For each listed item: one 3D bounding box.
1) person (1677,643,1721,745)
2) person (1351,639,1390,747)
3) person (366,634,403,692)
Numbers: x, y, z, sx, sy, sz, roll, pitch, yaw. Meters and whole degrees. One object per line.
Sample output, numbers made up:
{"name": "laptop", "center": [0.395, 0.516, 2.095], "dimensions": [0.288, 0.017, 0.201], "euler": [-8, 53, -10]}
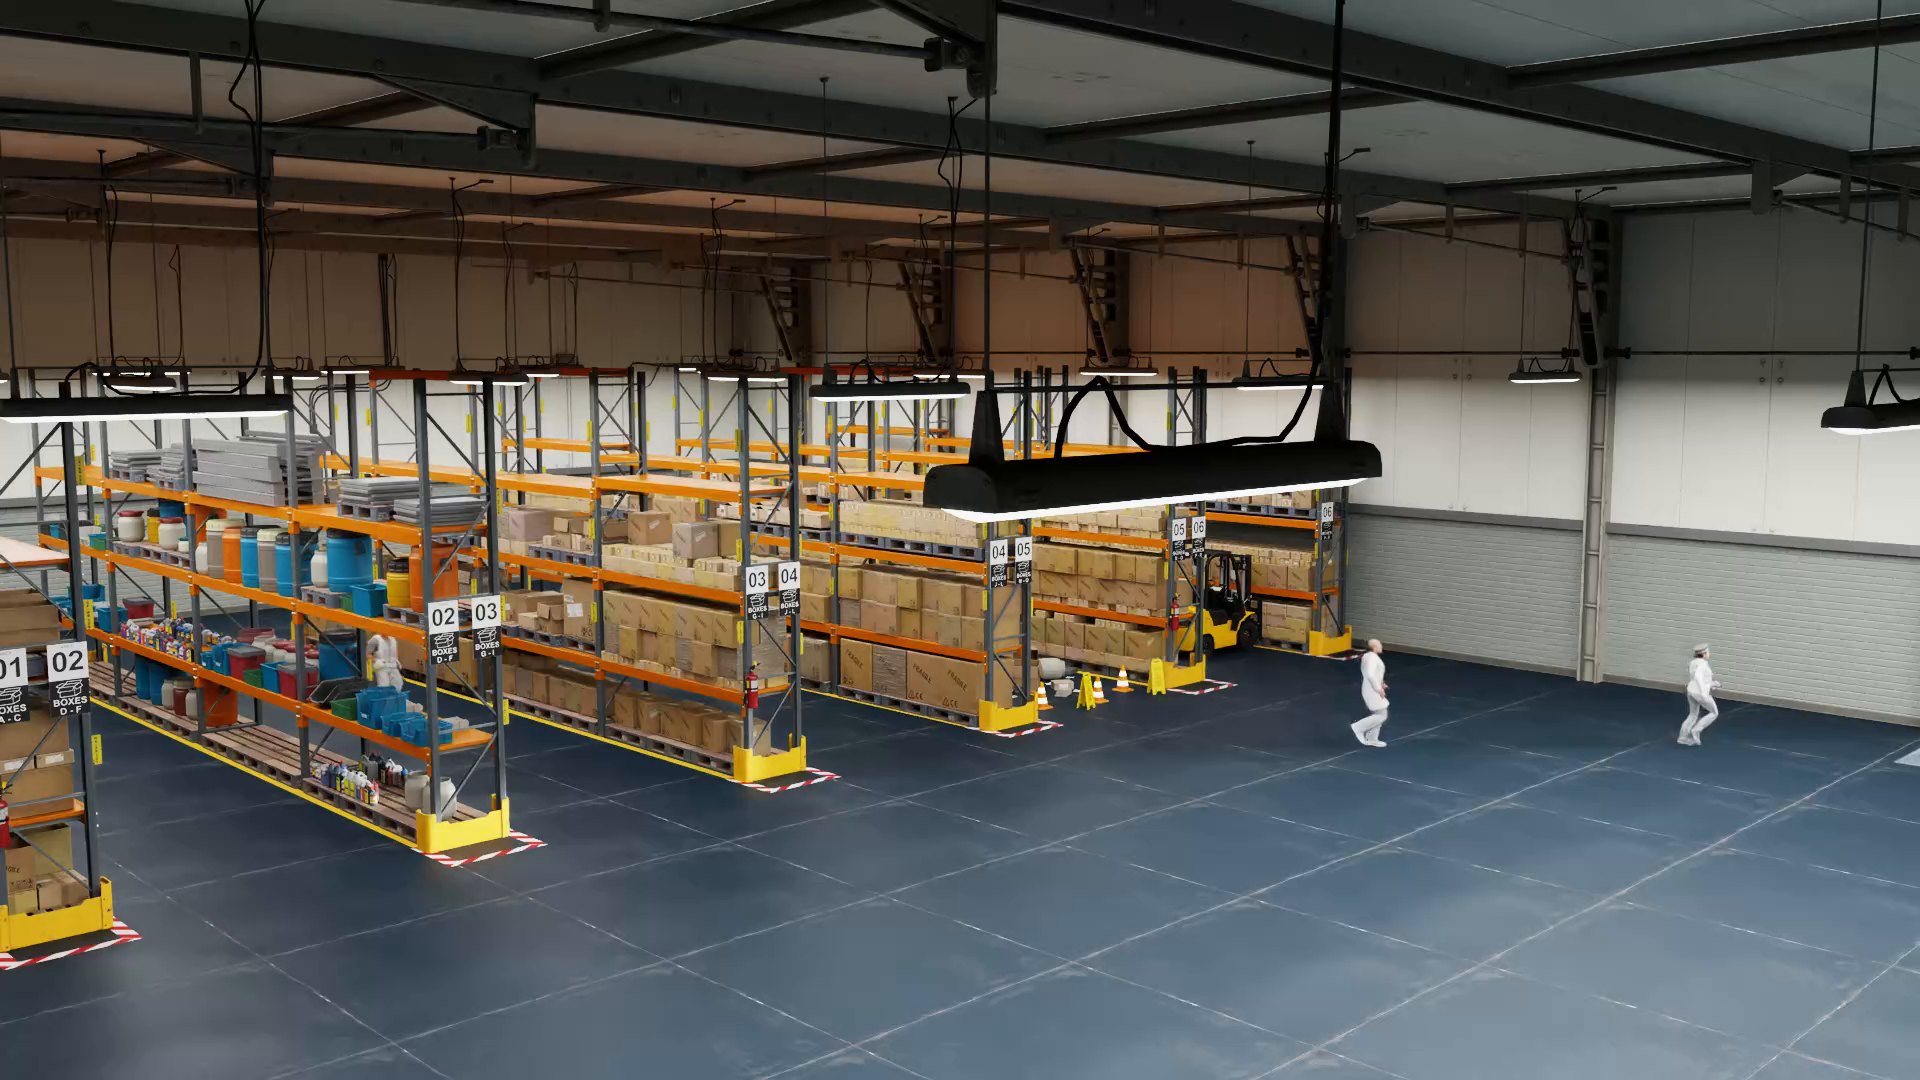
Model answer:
{"name": "person", "center": [11.939, 2.483, 26.772], "dimensions": [0.692, 1.634, 0.583], "euler": [-1, 6, -7]}
{"name": "person", "center": [6.590, 2.455, 26.750], "dimensions": [0.636, 1.750, 0.731], "euler": [0, 6, 0]}
{"name": "person", "center": [-9.919, 2.223, 28.711], "dimensions": [0.586, 1.745, 0.661], "euler": [5, 8, 40]}
